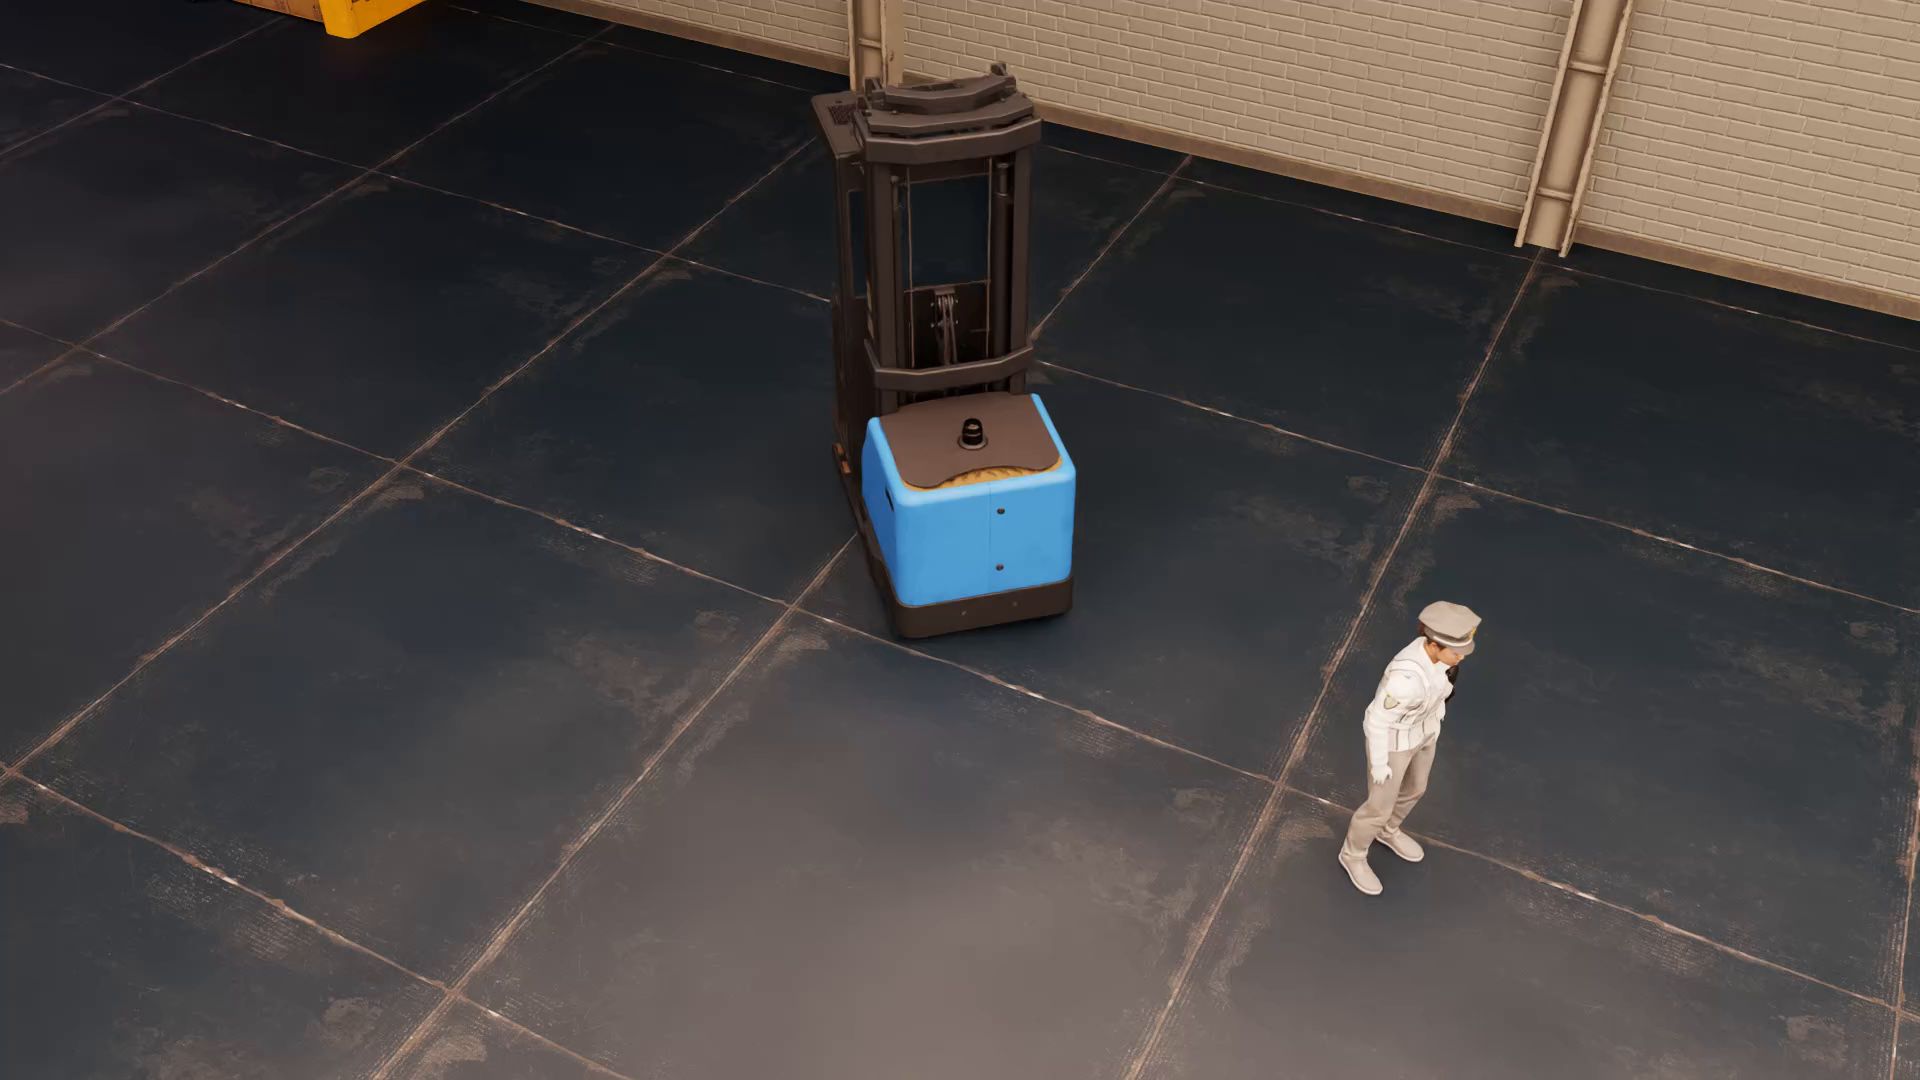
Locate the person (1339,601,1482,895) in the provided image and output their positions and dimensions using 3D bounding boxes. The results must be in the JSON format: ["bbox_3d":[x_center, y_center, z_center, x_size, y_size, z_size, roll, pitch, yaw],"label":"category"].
[{"bbox_3d":[2.108,0.945,7.852,0.528,1.662,0.375,-29,48,-30],"label":"person"}]

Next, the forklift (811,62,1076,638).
[{"bbox_3d":[-0.210,-1.518,9.788,1.130,2.935,3.031,-9,41,-11],"label":"forklift"}]
